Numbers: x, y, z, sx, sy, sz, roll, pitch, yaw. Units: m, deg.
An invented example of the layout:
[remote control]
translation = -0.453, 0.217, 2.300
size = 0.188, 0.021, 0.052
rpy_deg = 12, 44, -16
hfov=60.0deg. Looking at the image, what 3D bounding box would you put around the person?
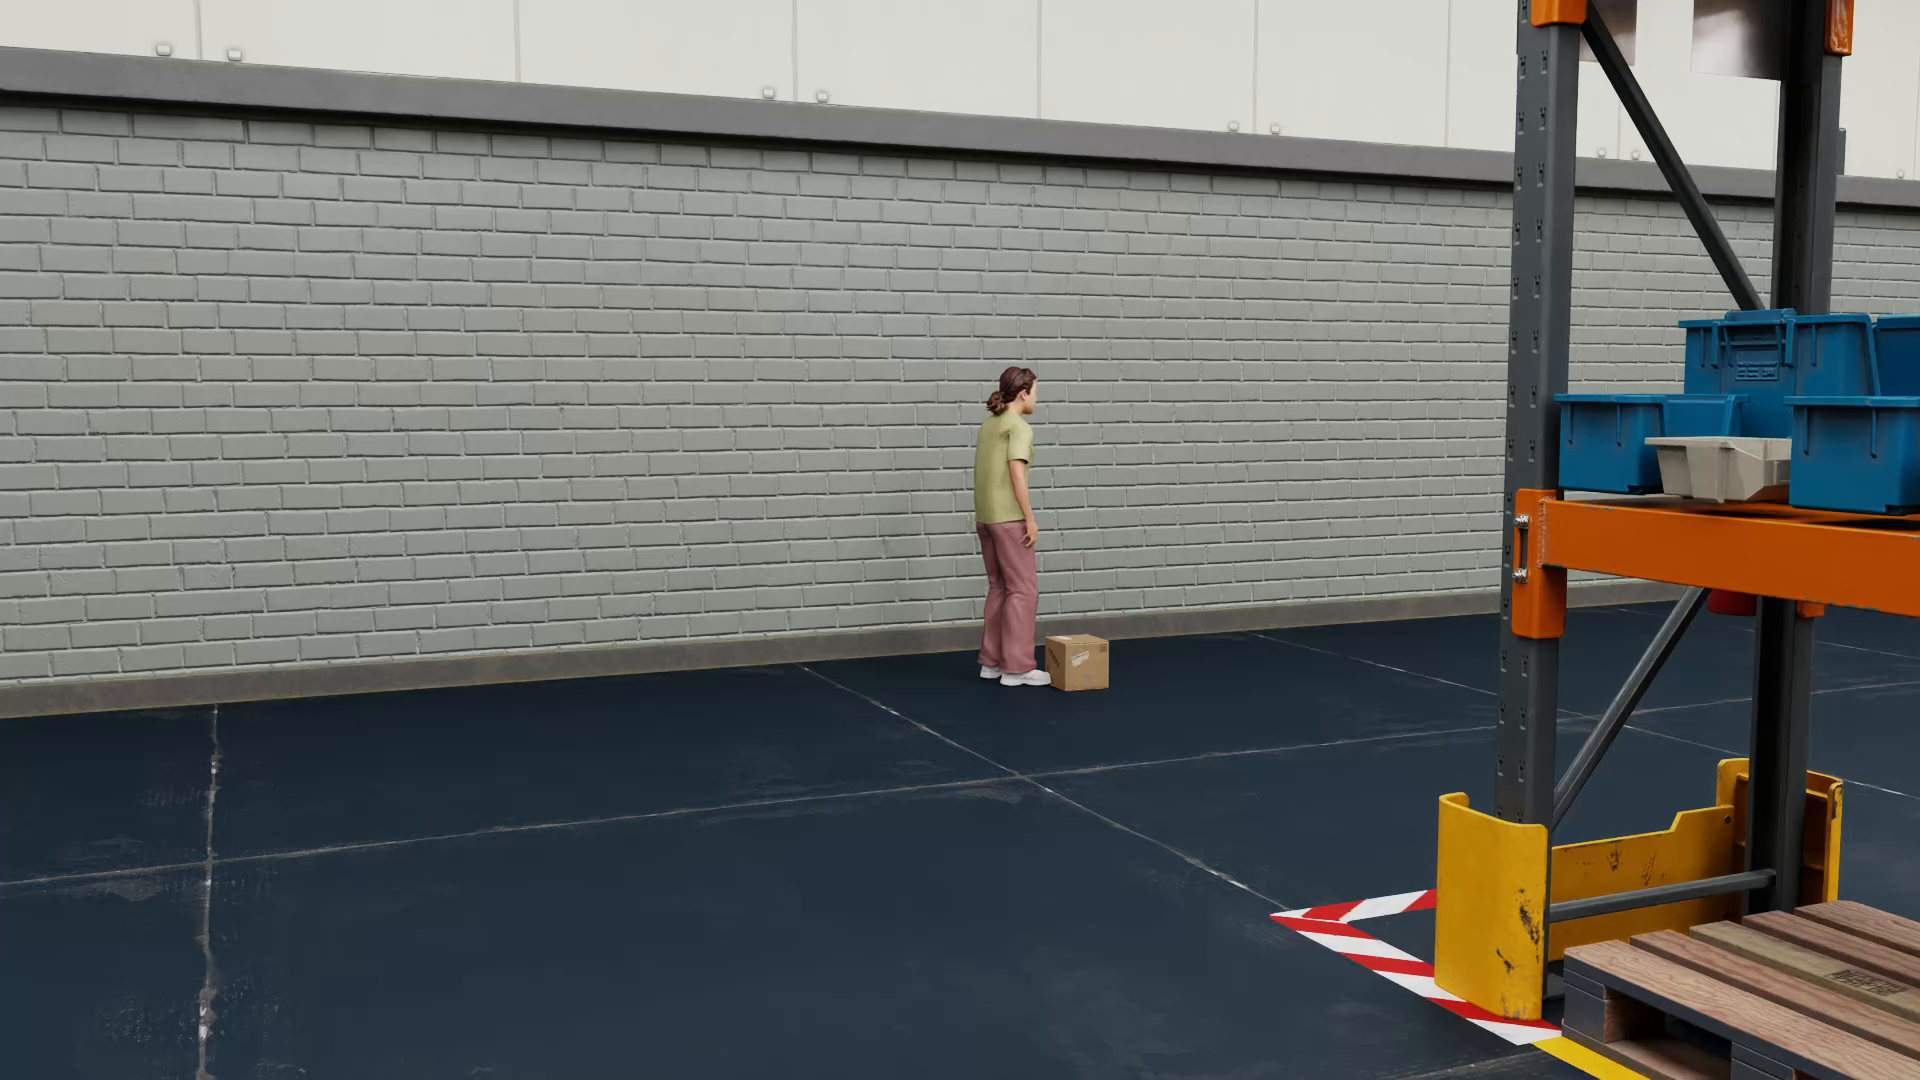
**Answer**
[person]
translation = 0.264, -0.083, 8.836
size = 0.352, 1.672, 0.510
rpy_deg = -3, 6, -25
